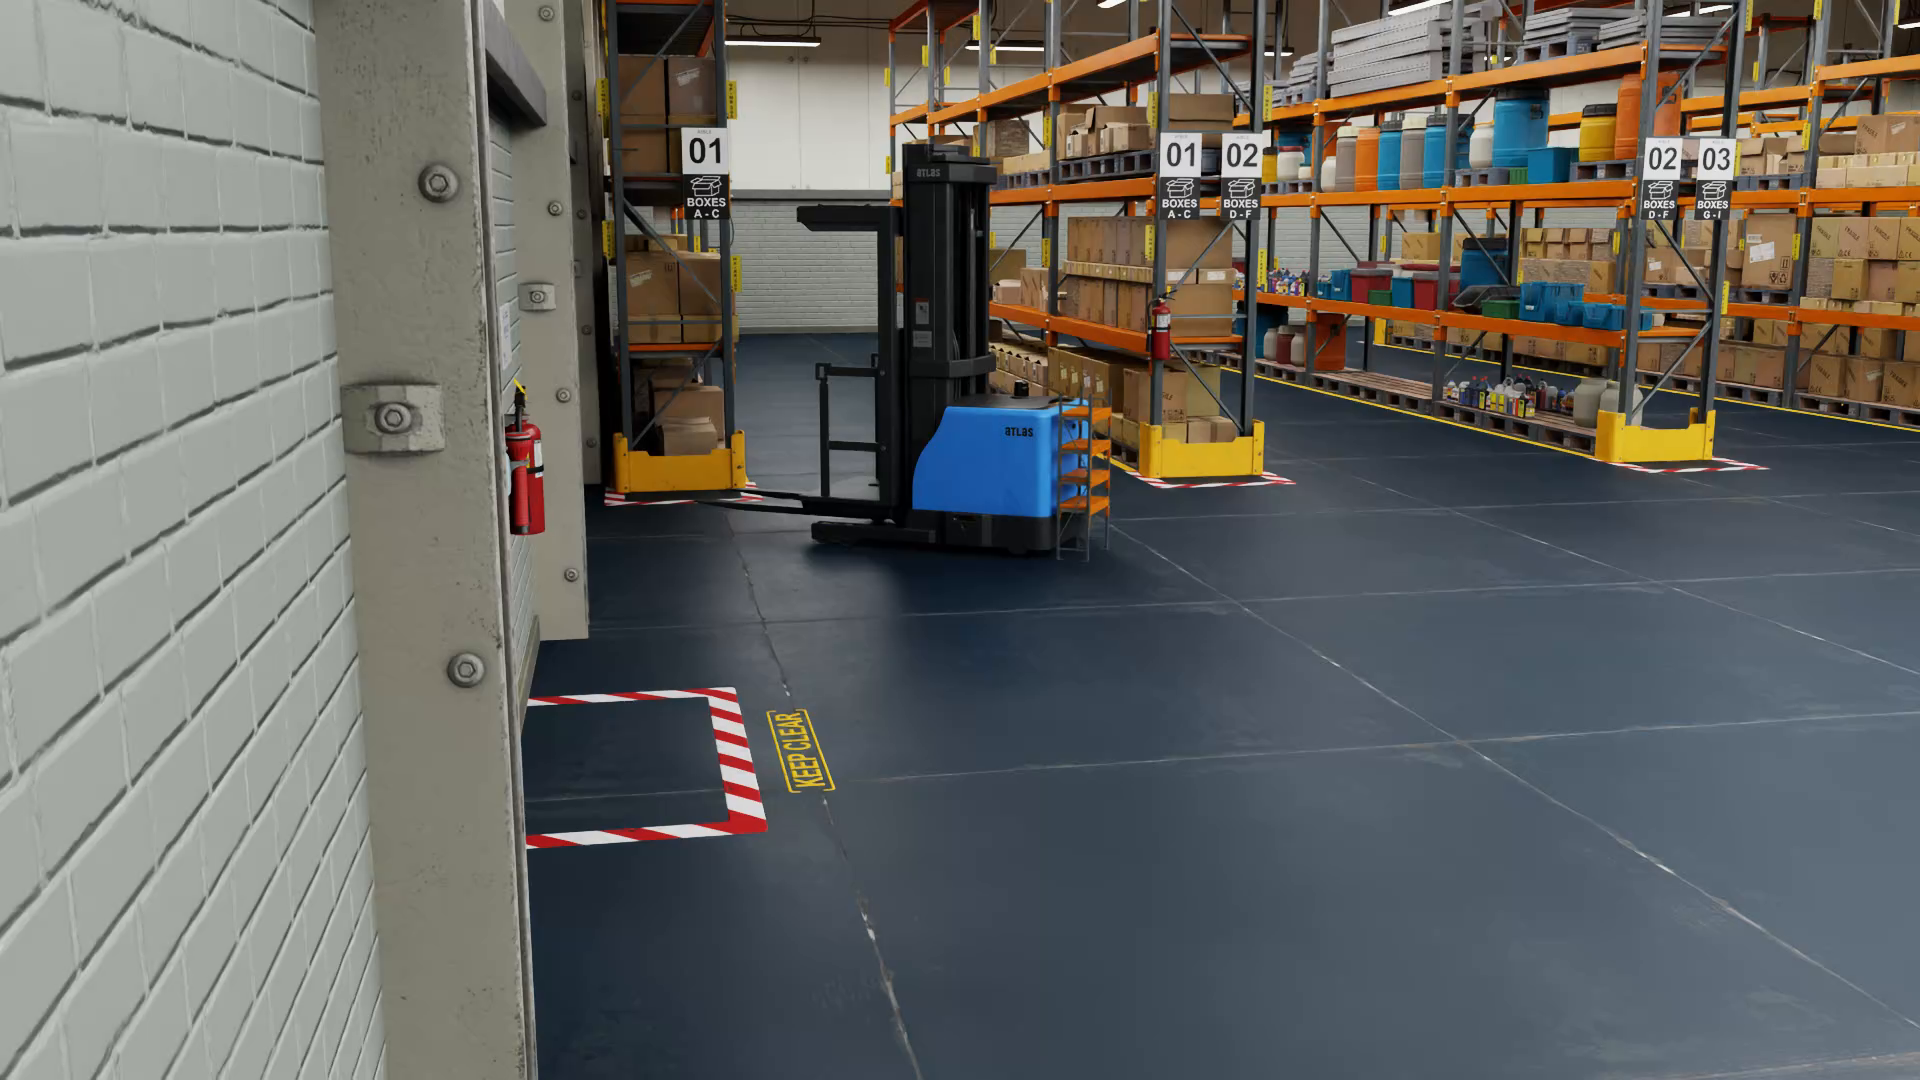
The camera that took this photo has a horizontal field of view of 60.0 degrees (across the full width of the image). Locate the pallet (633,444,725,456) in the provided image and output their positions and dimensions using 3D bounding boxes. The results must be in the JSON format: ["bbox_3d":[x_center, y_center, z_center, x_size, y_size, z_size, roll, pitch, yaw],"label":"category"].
[{"bbox_3d":[-2.677,-0.730,15.965,1.003,0.211,1.213,-2,11,-11],"label":"pallet"}]

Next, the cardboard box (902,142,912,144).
[{"bbox_3d":[-0.663,-6.876,29.836,0.700,0.500,0.500,-2,11,-11],"label":"cardboard box"}]

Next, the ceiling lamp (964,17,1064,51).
[{"bbox_3d":[1.140,-11.448,33.163,2.000,3.185,0.800,-2,11,-11],"label":"ceiling lamp"}]

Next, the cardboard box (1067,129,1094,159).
[{"bbox_3d":[1.485,-4.353,18.265,0.500,0.311,0.500,-3,11,-14],"label":"cardboard box"}]

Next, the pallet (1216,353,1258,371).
[{"bbox_3d":[4.954,-2.983,27.807,1.003,0.211,1.213,-2,11,-11],"label":"pallet"}]

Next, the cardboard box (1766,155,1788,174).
[{"bbox_3d":[10.978,-4.992,22.115,0.396,0.266,0.258,-2,11,-9],"label":"cardboard box"}]

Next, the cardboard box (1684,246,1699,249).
[{"bbox_3d":[14.021,-5.299,31.449,0.500,0.500,0.500,-2,11,-11],"label":"cardboard box"}]

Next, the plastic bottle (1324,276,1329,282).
[{"bbox_3d":[5.699,-3.965,25.848,0.097,0.271,0.097,0,11,0],"label":"plastic bottle"}]

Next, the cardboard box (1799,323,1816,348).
[{"bbox_3d":[14.691,-3.479,28.514,0.500,0.500,0.500,-2,11,-10],"label":"cardboard box"}]

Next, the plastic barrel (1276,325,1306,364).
[{"bbox_3d":[5.291,-3.081,26.186,0.600,0.588,0.708,-2,11,-11],"label":"plastic barrel"}]

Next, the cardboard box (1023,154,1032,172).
[{"bbox_3d":[1.126,-4.907,21.713,0.500,0.250,0.500,-2,11,-12],"label":"cardboard box"}]

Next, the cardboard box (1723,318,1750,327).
[{"bbox_3d":[14.263,-3.992,30.559,0.380,0.149,0.250,-2,11,-9],"label":"cardboard box"}]

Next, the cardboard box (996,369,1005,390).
[{"bbox_3d":[0.783,-2.145,22.173,0.500,0.250,0.500,-2,11,-13],"label":"cardboard box"}]

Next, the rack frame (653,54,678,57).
[{"bbox_3d":[-4.873,-7.083,25.844,1.000,3.000,0.127,-2,11,-11],"label":"rack frame"}]

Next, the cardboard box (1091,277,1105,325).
[{"bbox_3d":[1.836,-2.629,18.219,0.700,0.500,0.500,-2,11,-10],"label":"cardboard box"}]

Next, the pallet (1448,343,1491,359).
[{"bbox_3d":[9.632,-3.449,30.252,1.003,0.211,1.213,-2,11,-11],"label":"pallet"}]

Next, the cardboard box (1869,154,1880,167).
[{"bbox_3d":[11.261,-4.594,20.122,0.380,0.149,0.250,-2,11,-9],"label":"cardboard box"}]

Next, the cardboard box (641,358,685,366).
[{"bbox_3d":[-3.566,-2.240,19.948,0.500,0.250,0.500,-2,11,-12],"label":"cardboard box"}]

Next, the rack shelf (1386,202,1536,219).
[{"bbox_3d":[9.314,-6.163,30.958,1.077,0.370,4.000,-2,11,-11],"label":"rack shelf"}]

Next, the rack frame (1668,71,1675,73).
[{"bbox_3d":[13.810,-8.519,33.388,1.000,3.000,0.127,-2,11,-11],"label":"rack frame"}]

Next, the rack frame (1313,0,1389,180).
[{"bbox_3d":[5.623,-6.710,23.882,1.000,3.000,0.127,-2,11,-11],"label":"rack frame"}]

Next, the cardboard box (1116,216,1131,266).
[{"bbox_3d":[2.024,-3.087,17.155,0.700,0.500,0.500,-2,11,-11],"label":"cardboard box"}]

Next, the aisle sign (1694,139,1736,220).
[{"bbox_3d":[7.480,-3.570,16.478,0.394,0.787,0.004,-2,11,-11],"label":"aisle sign"}]

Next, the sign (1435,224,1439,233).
[{"bbox_3d":[9.460,-6.112,33.058,0.100,0.325,0.005,-2,11,-11],"label":"sign"}]

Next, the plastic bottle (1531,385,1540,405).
[{"bbox_3d":[6.813,-1.700,19.696,0.061,0.283,0.133,-2,11,-11],"label":"plastic bottle"}]

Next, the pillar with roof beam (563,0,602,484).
[{"bbox_3d":[0.699,-5.136,15.612,9.100,9.000,0.400,-2,11,-11],"label":"pillar with roof beam"}]

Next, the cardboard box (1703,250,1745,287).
[{"bbox_3d":[10.831,-3.781,23.139,0.797,0.503,0.637,-1,11,-5],"label":"cardboard box"}]

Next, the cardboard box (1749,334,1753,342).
[{"bbox_3d":[14.832,-3.723,30.734,0.380,0.149,0.250,-3,11,-13],"label":"cardboard box"}]

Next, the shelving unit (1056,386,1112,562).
[{"bbox_3d":[0.897,-0.482,12.014,0.258,1.200,0.503,5,12,21],"label":"shelving unit"}]

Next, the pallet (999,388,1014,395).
[{"bbox_3d":[1.119,-1.838,21.787,1.003,0.211,1.213,-2,11,-11],"label":"pallet"}]

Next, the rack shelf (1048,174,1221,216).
[{"bbox_3d":[1.930,-3.603,17.505,1.077,0.370,4.000,-2,11,-11],"label":"rack shelf"}]

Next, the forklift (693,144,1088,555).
[{"bbox_3d":[-0.583,-1.483,12.650,3.031,2.935,1.130,4,12,21],"label":"forklift"}]

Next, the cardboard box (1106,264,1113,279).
[{"bbox_3d":[1.754,-2.831,17.548,0.380,0.149,0.250,-2,11,-12],"label":"cardboard box"}]

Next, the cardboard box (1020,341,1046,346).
[{"bbox_3d":[1.107,-2.627,23.208,0.500,0.311,0.500,-2,11,-10],"label":"cardboard box"}]

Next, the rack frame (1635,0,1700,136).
[{"bbox_3d":[10.481,-6.890,24.829,1.000,3.000,0.127,-2,11,-11],"label":"rack frame"}]

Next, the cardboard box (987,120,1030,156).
[{"bbox_3d":[0.684,-5.677,23.539,0.500,0.500,0.500,-2,11,-11],"label":"cardboard box"}]

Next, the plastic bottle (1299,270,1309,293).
[{"bbox_3d":[5.436,-4.083,26.259,0.144,0.351,0.185,-2,11,-11],"label":"plastic bottle"}]

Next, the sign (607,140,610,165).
[{"bbox_3d":[-4.641,-5.150,22.116,0.100,0.325,0.005,-2,11,-11],"label":"sign"}]

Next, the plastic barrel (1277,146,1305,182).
[{"bbox_3d":[5.130,-5.829,25.790,0.433,0.535,0.433,0,11,0],"label":"plastic barrel"}]

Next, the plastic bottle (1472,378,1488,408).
[{"bbox_3d":[6.187,-1.746,19.756,0.144,0.351,0.185,-3,11,-13],"label":"plastic bottle"}]

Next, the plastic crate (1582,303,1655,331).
[{"bbox_3d":[6.788,-2.303,17.173,0.499,0.251,0.616,-2,11,-11],"label":"plastic crate"}]

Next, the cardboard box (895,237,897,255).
[{"bbox_3d":[-0.965,-5.500,30.628,0.500,0.500,0.500,-2,11,-9],"label":"cardboard box"}]

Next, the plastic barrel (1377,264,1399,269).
[{"bbox_3d":[6.032,-3.637,23.482,0.421,0.512,0.421,0,11,0],"label":"plastic barrel"}]

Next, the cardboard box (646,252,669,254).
[{"bbox_3d":[-3.431,-2.880,18.145,0.500,0.500,0.500,-2,11,-12],"label":"cardboard box"}]

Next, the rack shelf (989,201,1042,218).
[{"bbox_3d":[0.374,-5.070,25.214,1.077,0.370,4.000,-2,11,-11],"label":"rack shelf"}]

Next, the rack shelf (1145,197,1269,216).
[{"bbox_3d":[4.456,-5.983,30.012,1.077,0.370,4.000,-2,11,-11],"label":"rack shelf"}]

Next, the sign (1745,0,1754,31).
[{"bbox_3d":[7.719,-5.159,16.294,0.100,0.325,0.005,-2,11,-11],"label":"sign"}]

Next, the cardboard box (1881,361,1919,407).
[{"bbox_3d":[11.614,-1.897,20.203,0.500,0.500,0.500,-3,11,-16],"label":"cardboard box"}]

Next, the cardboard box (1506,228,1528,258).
[{"bbox_3d":[9.835,-5.102,28.527,0.797,0.503,0.637,-2,11,-12],"label":"cardboard box"}]

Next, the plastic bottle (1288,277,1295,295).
[{"bbox_3d":[5.038,-3.858,25.288,0.097,0.271,0.097,0,11,0],"label":"plastic bottle"}]

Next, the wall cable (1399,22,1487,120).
[{"bbox_3d":[11.206,-11.100,38.344,2.277,5.999,0.120,-2,11,-11],"label":"wall cable"}]

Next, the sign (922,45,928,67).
[{"bbox_3d":[-0.551,-7.745,26.613,0.100,0.325,0.005,-2,11,-11],"label":"sign"}]

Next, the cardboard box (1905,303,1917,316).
[{"bbox_3d":[11.404,-2.717,19.619,0.380,0.149,0.250,-2,11,-11],"label":"cardboard box"}]

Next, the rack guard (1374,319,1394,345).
[{"bbox_3d":[8.920,-4.187,33.355,1.175,0.500,0.348,-2,11,-11],"label":"rack guard"}]

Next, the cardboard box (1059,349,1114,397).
[{"bbox_3d":[1.429,-1.886,18.807,0.500,0.500,0.500,-2,11,-11],"label":"cardboard box"}]
